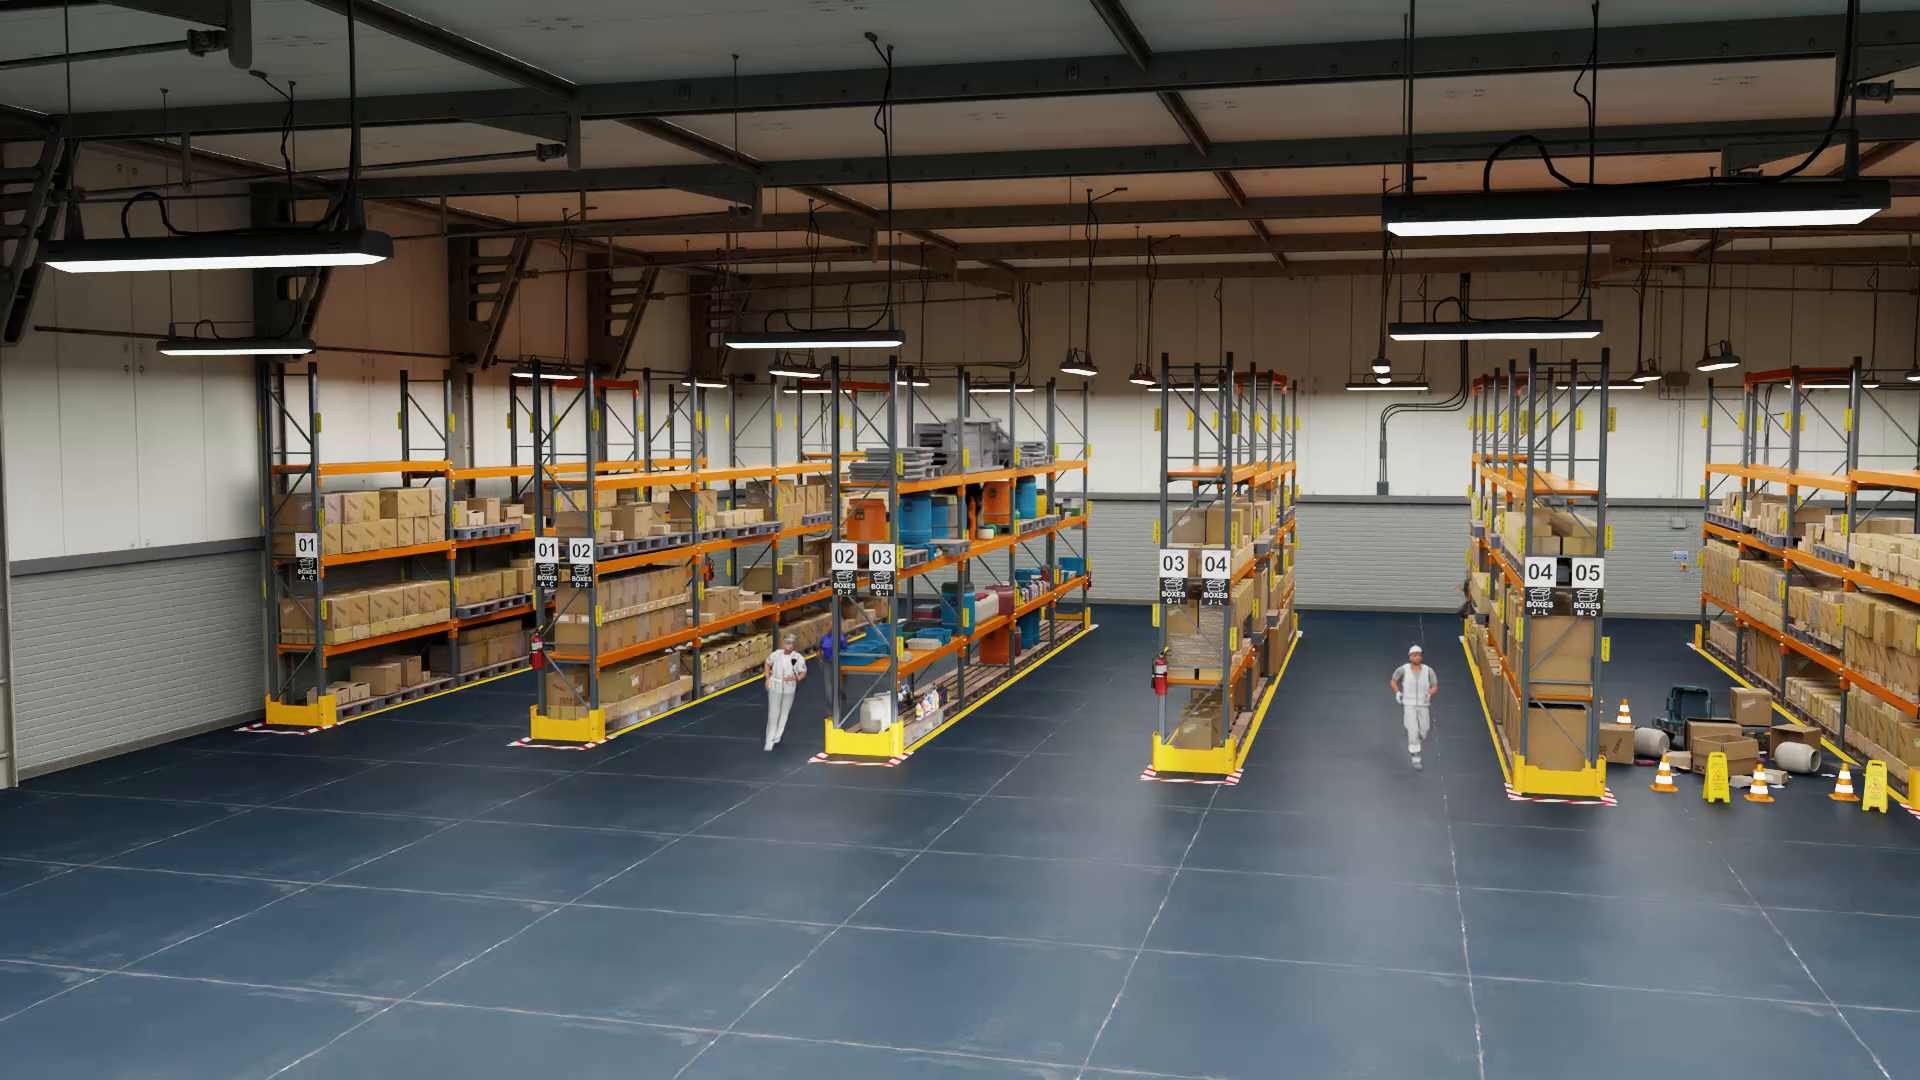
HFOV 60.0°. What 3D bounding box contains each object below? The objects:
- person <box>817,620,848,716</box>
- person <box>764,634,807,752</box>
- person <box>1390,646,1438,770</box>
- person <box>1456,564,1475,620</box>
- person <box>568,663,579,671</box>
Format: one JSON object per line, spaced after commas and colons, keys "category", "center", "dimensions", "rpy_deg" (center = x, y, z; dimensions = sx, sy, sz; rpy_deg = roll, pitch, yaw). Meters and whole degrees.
{"category": "person", "center": [-2.183, 2.184, 28.579], "dimensions": [0.587, 1.626, 0.601], "rpy_deg": [1, 4, 14]}
{"category": "person", "center": [-2.701, 2.345, 25.632], "dimensions": [0.664, 1.822, 0.707], "rpy_deg": [-1, 4, -10]}
{"category": "person", "center": [6.595, 2.413, 24.124], "dimensions": [0.661, 1.766, 0.881], "rpy_deg": [0, 4, 7]}
{"category": "person", "center": [12.067, 1.395, 39.255], "dimensions": [0.729, 1.677, 0.675], "rpy_deg": [0, 4, 4]}
{"category": "person", "center": [-7.279, 1.956, 31.579], "dimensions": [0.615, 1.658, 0.541], "rpy_deg": [0, 4, 1]}
